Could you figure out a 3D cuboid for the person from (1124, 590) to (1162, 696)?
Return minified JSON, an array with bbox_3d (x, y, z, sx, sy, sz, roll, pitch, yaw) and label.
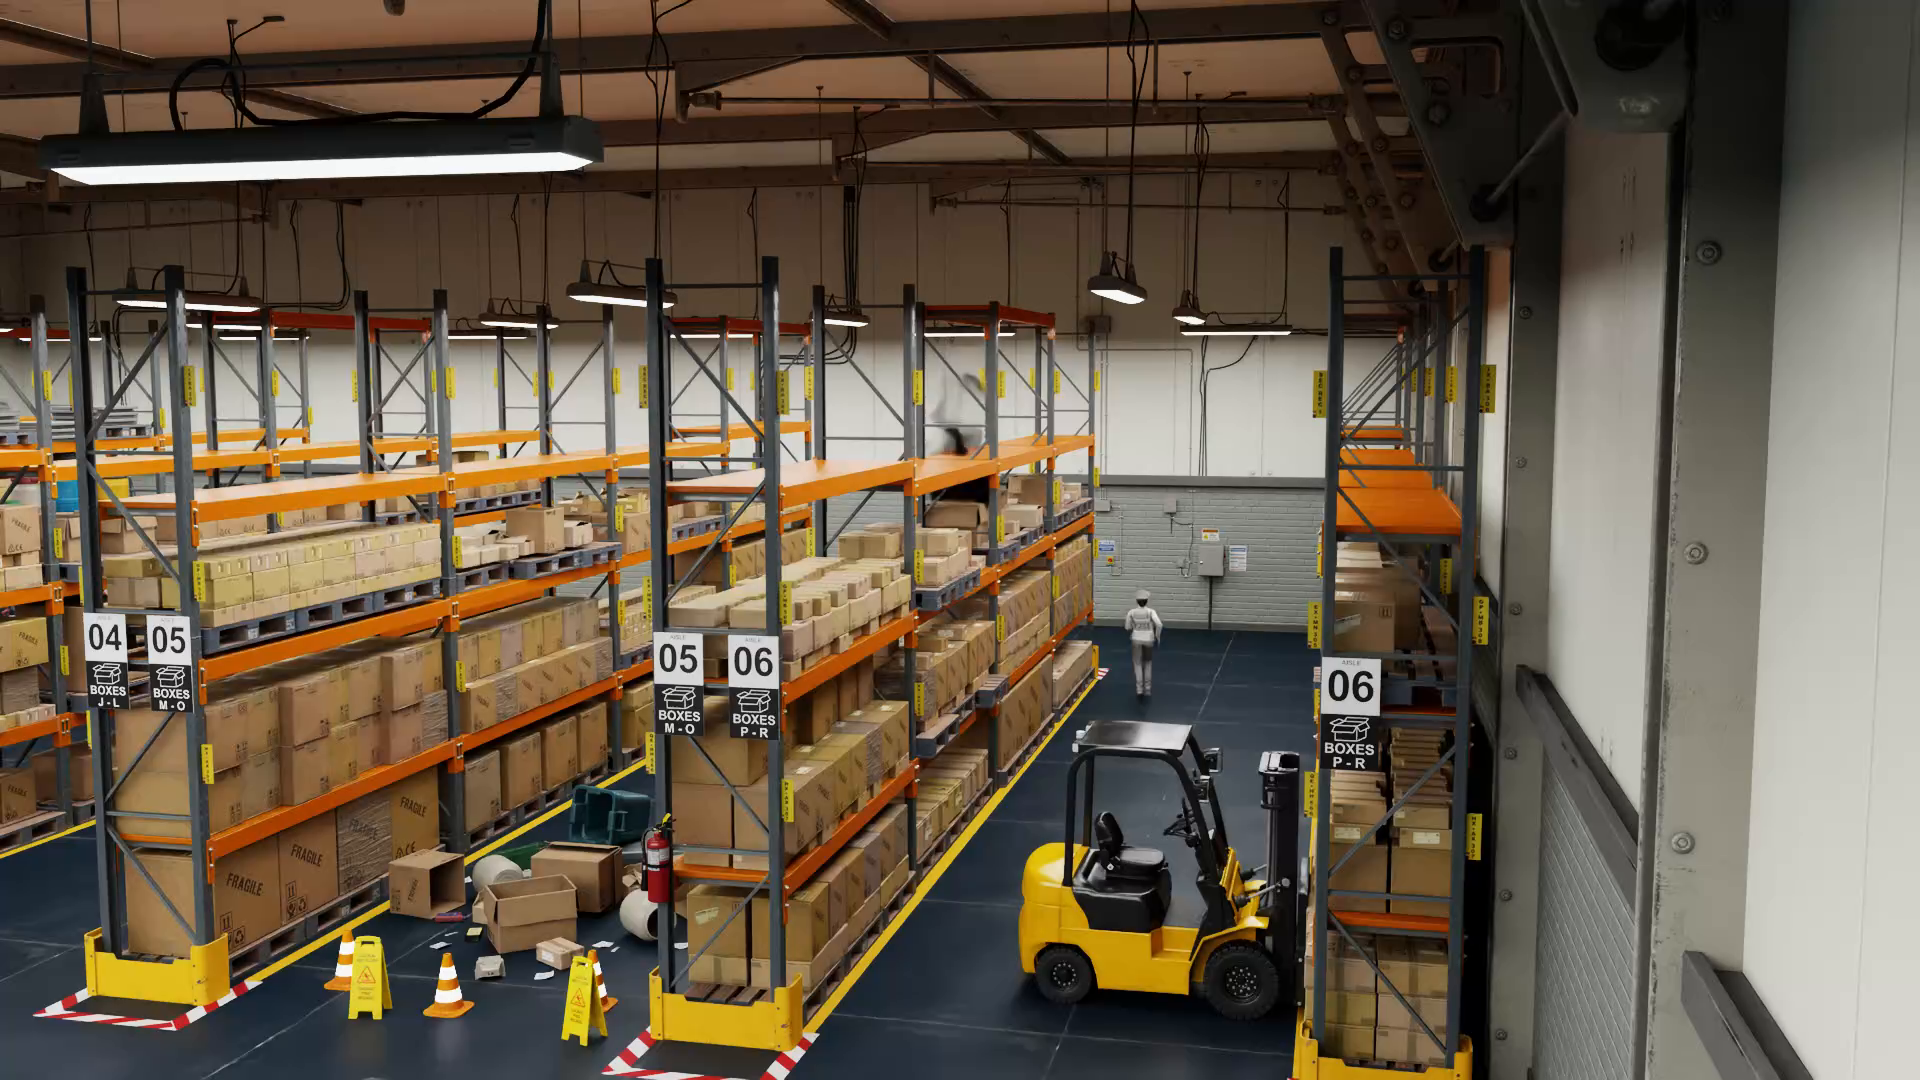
[{"bbox_3d":[2.893,1.665,26.334,0.578,1.753,0.728,0,6,2],"label":"person"}]
